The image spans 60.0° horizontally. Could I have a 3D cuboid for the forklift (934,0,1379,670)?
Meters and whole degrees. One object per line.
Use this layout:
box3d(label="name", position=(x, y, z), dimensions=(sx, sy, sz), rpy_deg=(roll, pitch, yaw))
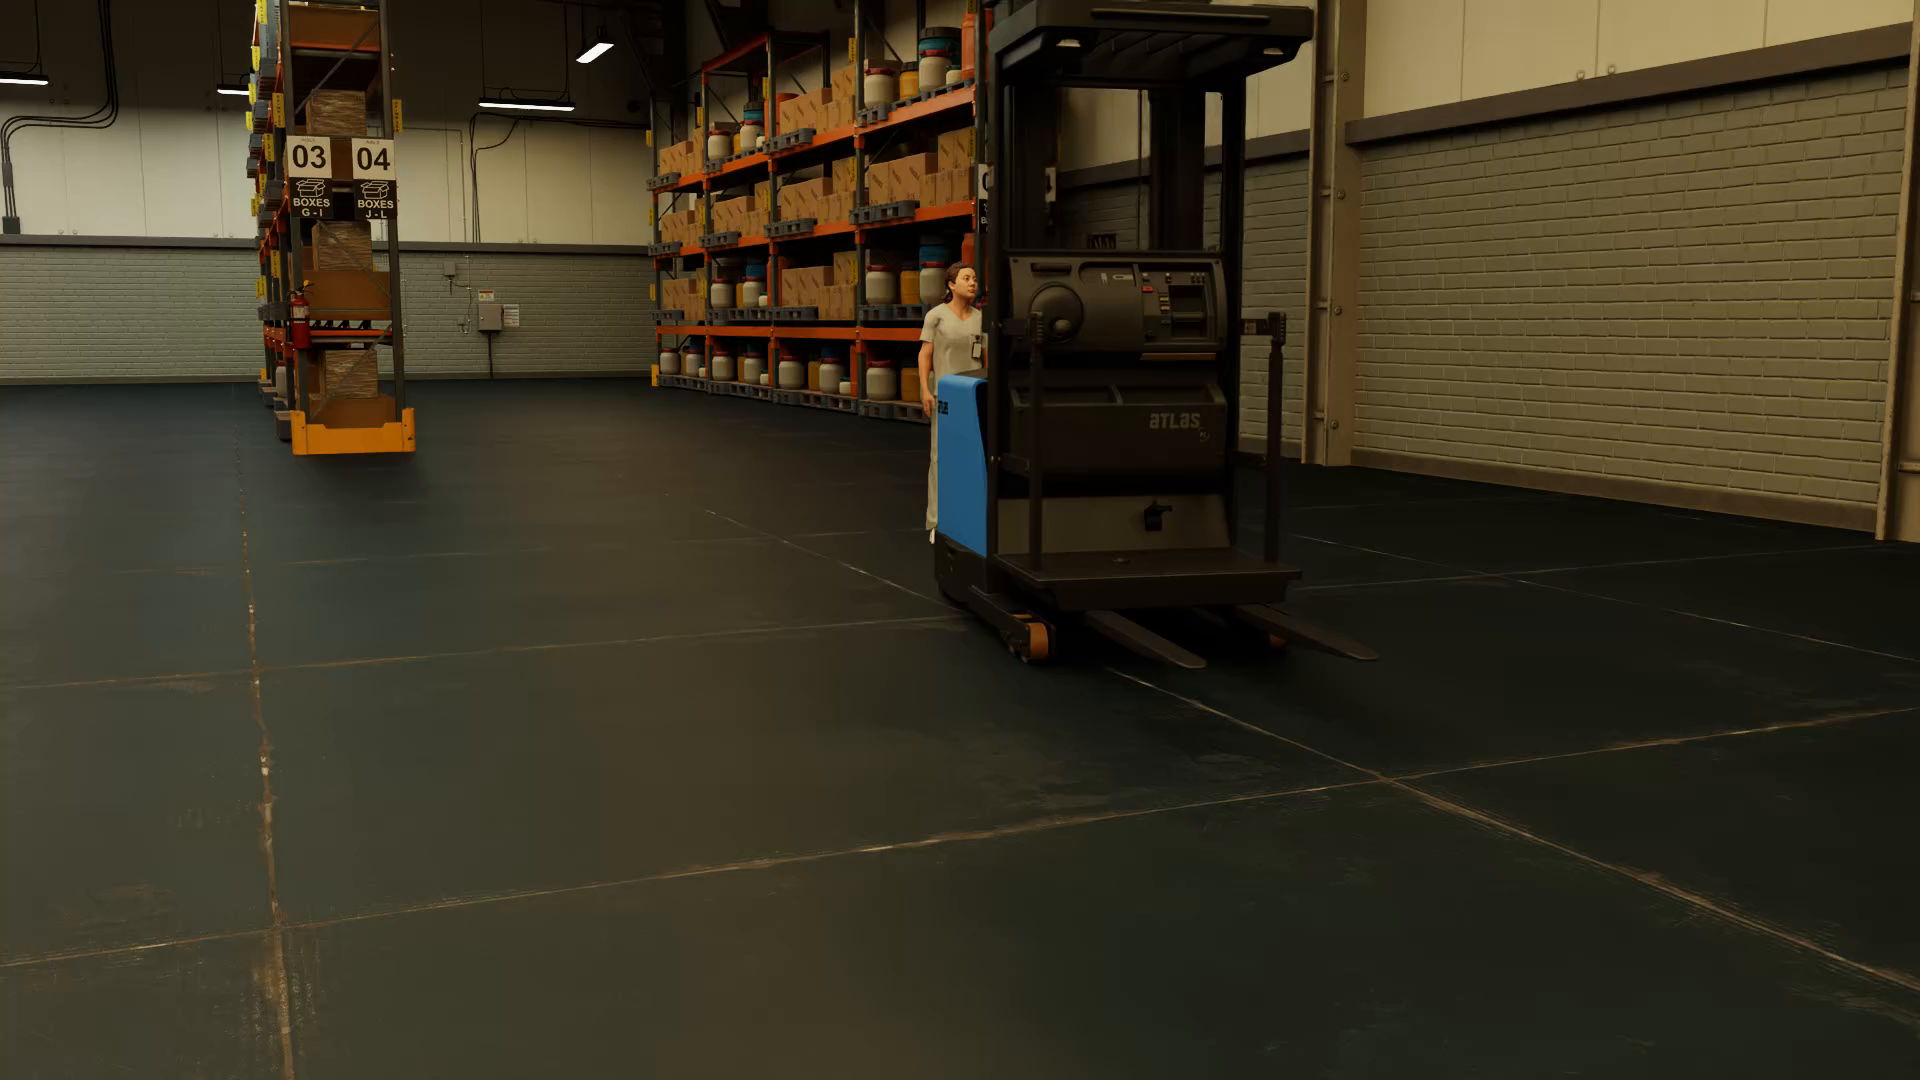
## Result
box3d(label="forklift", position=(0.712, -1.024, 6.706), dimensions=(1.130, 2.935, 3.031), rpy_deg=(-2, 8, -13))

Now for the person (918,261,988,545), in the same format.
box3d(label="person", position=(0.017, -0.828, 9.972), dimensions=(0.550, 1.675, 0.549), rpy_deg=(-3, 8, -23))
